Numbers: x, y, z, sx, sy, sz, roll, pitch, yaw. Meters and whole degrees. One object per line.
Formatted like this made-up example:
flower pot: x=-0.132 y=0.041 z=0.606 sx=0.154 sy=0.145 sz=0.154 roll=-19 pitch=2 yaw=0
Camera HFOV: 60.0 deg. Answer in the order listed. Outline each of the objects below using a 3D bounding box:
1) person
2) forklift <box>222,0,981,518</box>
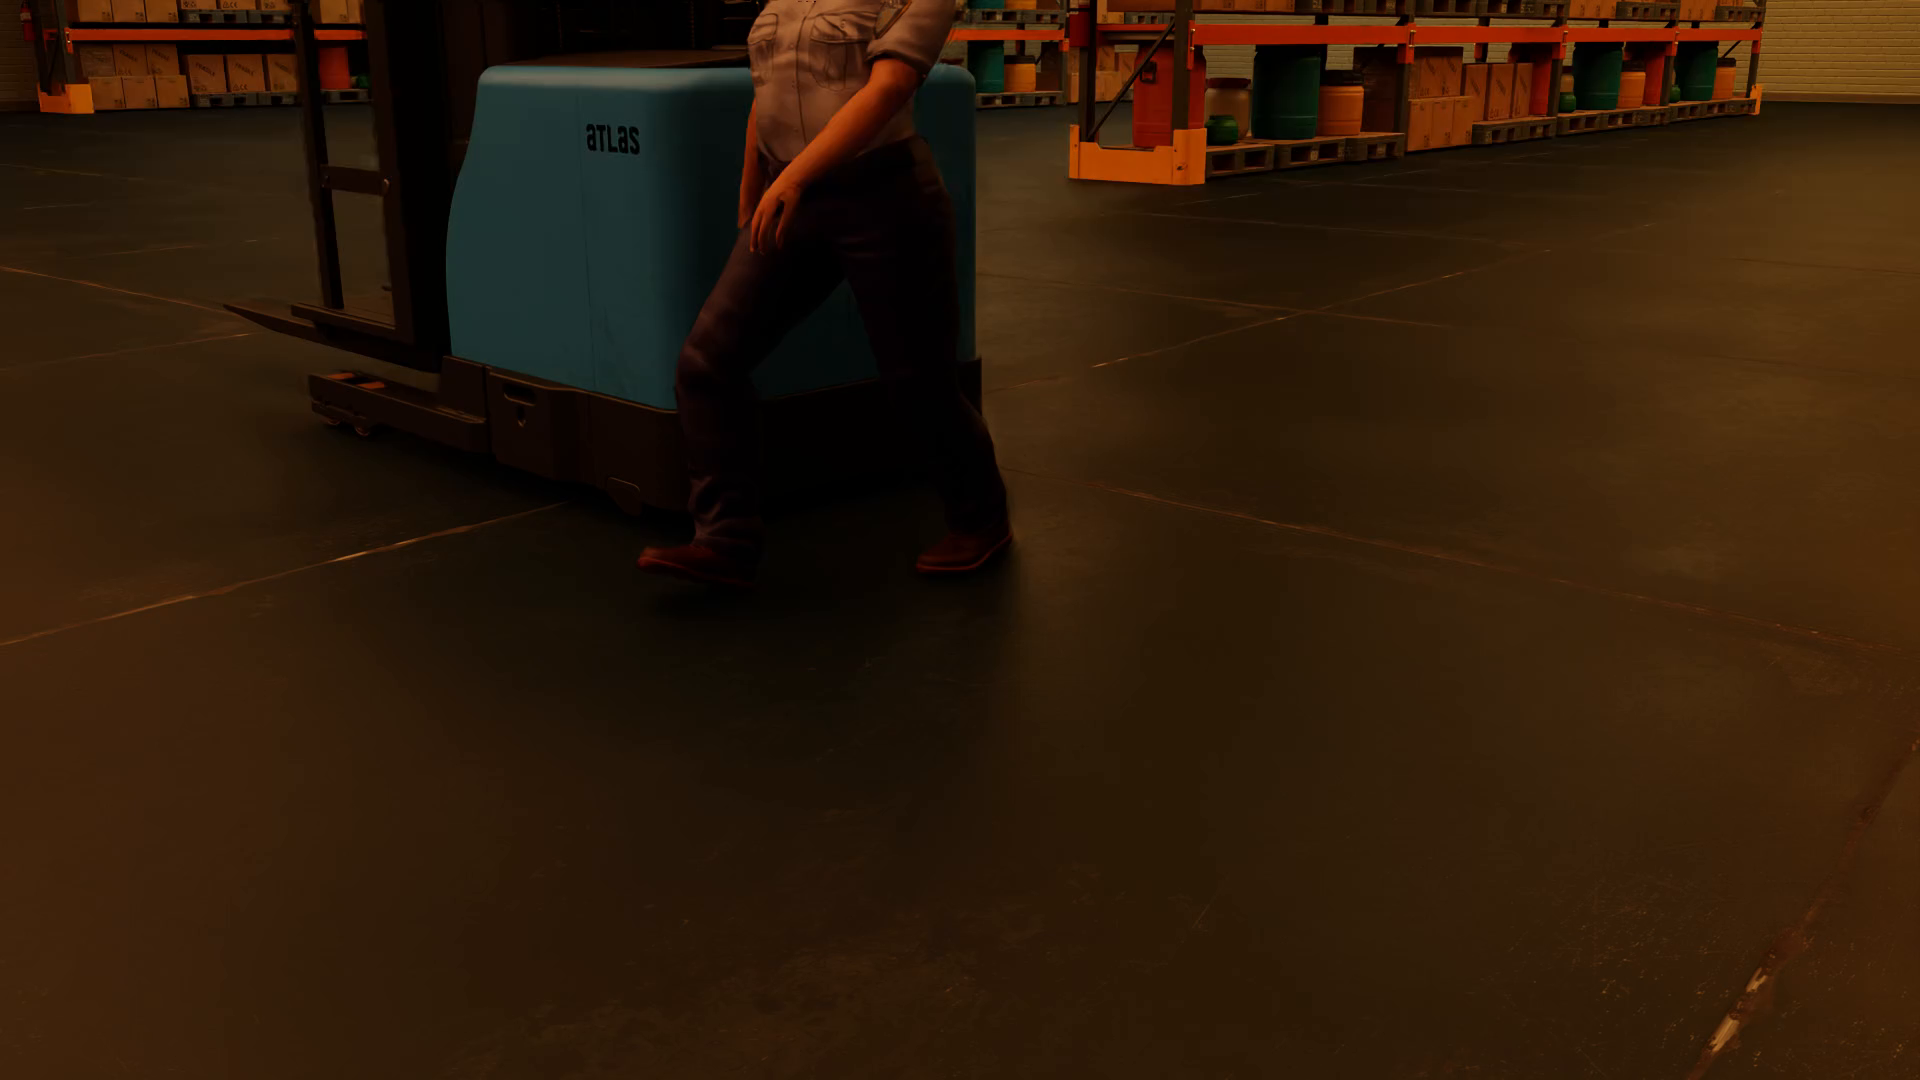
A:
person: x=-0.293 y=-0.661 z=3.439 sx=0.626 sy=1.585 sz=0.822 roll=11 pitch=20 yaw=32
forklift: x=-1.345 y=-1.803 z=4.836 sx=3.031 sy=2.935 sz=1.130 roll=16 pitch=23 yaw=42
